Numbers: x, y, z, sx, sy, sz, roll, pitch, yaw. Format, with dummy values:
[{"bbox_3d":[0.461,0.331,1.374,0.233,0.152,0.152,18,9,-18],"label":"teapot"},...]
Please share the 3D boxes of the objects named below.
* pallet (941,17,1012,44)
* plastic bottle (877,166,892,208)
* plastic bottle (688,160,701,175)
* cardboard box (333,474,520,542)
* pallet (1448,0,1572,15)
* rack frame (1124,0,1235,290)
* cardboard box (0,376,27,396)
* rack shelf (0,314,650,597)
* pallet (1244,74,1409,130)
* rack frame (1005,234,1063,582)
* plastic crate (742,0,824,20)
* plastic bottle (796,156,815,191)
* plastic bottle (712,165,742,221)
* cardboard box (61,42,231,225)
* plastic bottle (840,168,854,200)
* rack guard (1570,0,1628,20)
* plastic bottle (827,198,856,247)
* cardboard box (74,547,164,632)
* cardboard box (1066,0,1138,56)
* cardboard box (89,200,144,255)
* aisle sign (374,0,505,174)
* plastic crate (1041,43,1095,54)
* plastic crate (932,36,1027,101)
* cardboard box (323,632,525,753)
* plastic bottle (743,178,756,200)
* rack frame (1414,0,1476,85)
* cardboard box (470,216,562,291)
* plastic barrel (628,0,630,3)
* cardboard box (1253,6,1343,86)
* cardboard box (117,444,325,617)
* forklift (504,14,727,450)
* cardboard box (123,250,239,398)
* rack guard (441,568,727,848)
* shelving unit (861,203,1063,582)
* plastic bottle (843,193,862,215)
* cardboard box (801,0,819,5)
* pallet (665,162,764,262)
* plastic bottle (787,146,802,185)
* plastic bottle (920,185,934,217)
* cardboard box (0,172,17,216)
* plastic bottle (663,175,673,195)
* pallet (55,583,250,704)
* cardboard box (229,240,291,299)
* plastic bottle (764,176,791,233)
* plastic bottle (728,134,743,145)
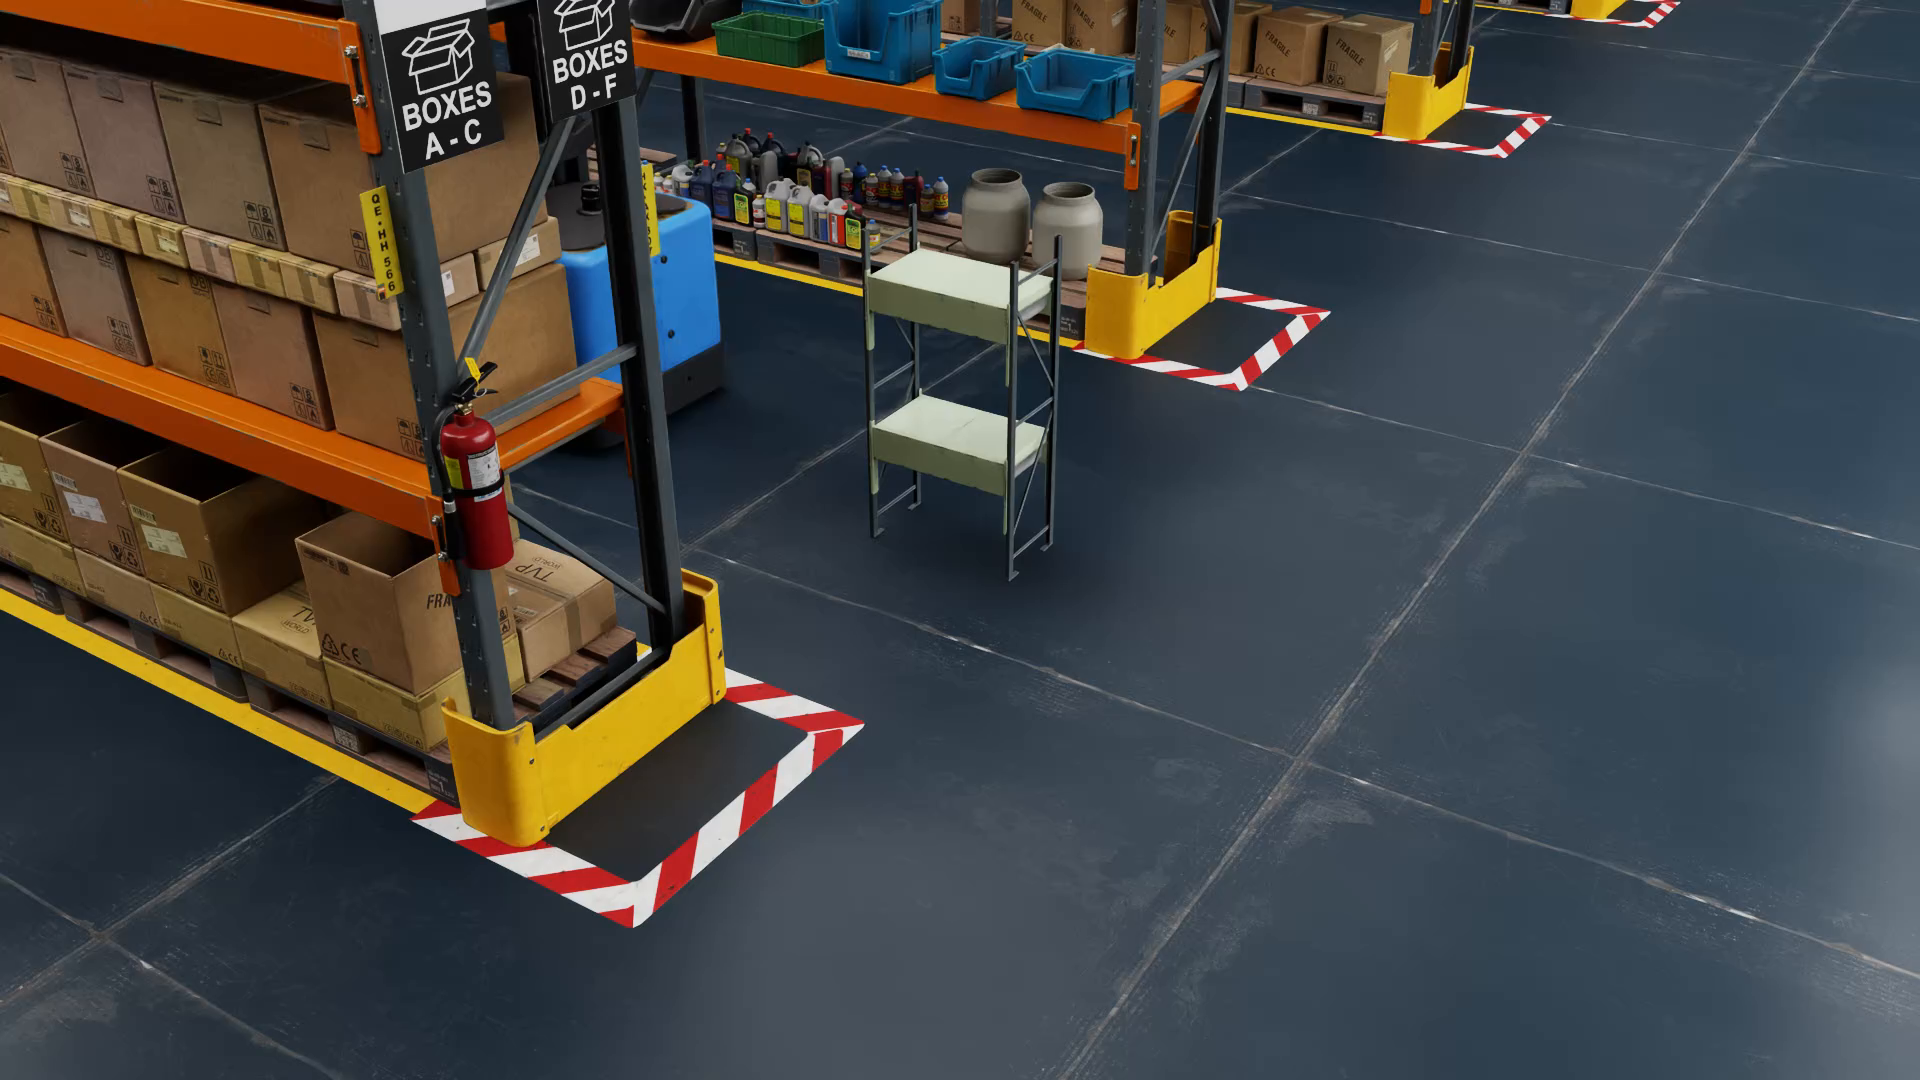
[{"bbox_3d":[-0.171,-4.798,15.765,1.213,0.211,1.003,18,35,27],"label":"pallet"},{"bbox_3d":[-0.501,-2.358,11.086,0.097,0.271,0.097,0,30,0],"label":"plastic bottle"},{"bbox_3d":[-1.762,-2.396,11.139,0.133,0.283,0.061,18,35,27],"label":"plastic bottle"},{"bbox_3d":[-2.153,-0.185,6.659,0.500,0.500,0.500,18,35,27],"label":"cardboard box"},{"bbox_3d":[5.881,-5.789,17.464,1.213,0.211,1.003,18,35,27],"label":"pallet"},{"bbox_3d":[1.244,-2.609,9.246,0.127,3.000,1.000,18,35,27],"label":"rack frame"},{"bbox_3d":[-4.126,-0.497,7.192,0.500,0.500,0.500,18,35,27],"label":"cardboard box"},{"bbox_3d":[-3.086,-0.721,6.723,4.000,0.370,1.077,18,35,27],"label":"rack shelf"},{"bbox_3d":[3.144,-3.772,14.006,1.213,0.211,1.003,18,35,27],"label":"pallet"},{"bbox_3d":[0.316,-0.548,7.201,0.023,1.500,0.400,18,35,27],"label":"rack frame"},{"bbox_3d":[-1.062,-3.436,10.810,0.616,0.251,0.499,18,35,27],"label":"plastic crate"},{"bbox_3d":[-1.042,-2.459,11.248,0.133,0.283,0.061,18,35,27],"label":"plastic bottle"},{"bbox_3d":[-1.521,-2.283,10.878,0.185,0.351,0.144,16,34,25],"label":"plastic bottle"},{"bbox_3d":[-2.702,-1.518,5.988,0.500,0.500,0.700,18,35,28],"label":"cardboard box"},{"bbox_3d":[-0.759,-2.409,11.244,0.097,0.201,0.097,0,30,0],"label":"plastic bottle"},{"bbox_3d":[6.620,-5.727,17.070,0.348,0.500,1.175,18,35,27],"label":"rack guard"},{"bbox_3d":[-0.743,-2.007,10.479,0.135,0.276,0.152,18,35,28],"label":"plastic bottle"},{"bbox_3d":[-3.281,0.096,6.921,0.500,0.250,0.500,18,35,27],"label":"cardboard box"},{"bbox_3d":[1.296,-4.622,14.759,0.500,0.500,0.500,-23,37,-33],"label":"cardboard box"},{"bbox_3d":[-2.915,-1.187,6.064,0.250,0.149,0.380,19,35,29],"label":"cardboard box"},{"bbox_3d":[-1.493,-1.476,4.723,0.004,0.787,0.394,18,35,27],"label":"aisle sign"},{"bbox_3d":[0.657,-2.872,9.958,0.250,0.136,0.298,18,35,27],"label":"plastic crate"},{"bbox_3d":[0.114,-2.728,9.596,0.408,0.251,0.499,18,35,27],"label":"plastic crate"},{"bbox_3d":[-2.004,0.493,6.241,0.500,0.250,0.500,18,35,27],"label":"cardboard box"},{"bbox_3d":[-1.376,-2.225,10.858,0.097,0.271,0.097,0,30,0],"label":"plastic bottle"},{"bbox_3d":[3.877,-4.723,12.869,0.127,3.000,1.000,18,35,27],"label":"rack frame"},{"bbox_3d":[-1.610,-1.016,5.773,0.250,0.149,0.380,17,34,27],"label":"cardboard box"},{"bbox_3d":[-2.310,-4.130,11.355,0.708,0.901,0.600,18,35,27],"label":"plastic barrel"},{"bbox_3d":[2.833,-4.145,13.942,0.500,0.500,0.500,-25,38,-36],"label":"cardboard box"},{"bbox_3d":[-2.860,-0.092,6.499,0.500,0.500,0.500,18,35,27],"label":"cardboard box"},{"bbox_3d":[-2.796,-2.276,8.743,3.031,2.935,1.130,18,35,27],"label":"forklift"},{"bbox_3d":[-2.646,-0.944,6.292,0.500,0.500,0.700,18,35,28],"label":"cardboard box"},{"bbox_3d":[-1.372,0.590,6.242,0.348,0.500,1.175,18,35,27],"label":"rack guard"},{"bbox_3d":[0.006,-0.646,7.369,0.755,1.500,0.431,18,35,27],"label":"shelving unit"},{"bbox_3d":[-0.687,-2.056,10.556,0.133,0.283,0.061,18,35,27],"label":"plastic bottle"},{"bbox_3d":[-1.360,-5.513,16.268,0.500,0.500,0.700,21,36,31],"label":"cardboard box"},{"bbox_3d":[-1.597,-2.278,11.446,1.213,0.211,1.003,18,35,27],"label":"pallet"},{"bbox_3d":[-1.122,-2.571,11.439,0.133,0.283,0.061,20,36,31],"label":"plastic bottle"},{"bbox_3d":[-0.214,-2.237,10.948,0.097,0.201,0.097,0,30,0],"label":"plastic bottle"},{"bbox_3d":[-3.562,-1.393,6.418,0.250,0.149,0.380,16,34,26],"label":"cardboard box"},{"bbox_3d":[-1.935,-2.335,11.116,0.097,0.201,0.097,0,30,0],"label":"plastic bottle"},{"bbox_3d":[-3.092,0.194,7.208,1.213,0.211,1.003,18,35,27],"label":"pallet"},{"bbox_3d":[-2.256,-0.978,5.707,0.250,0.149,0.380,17,34,27],"label":"cardboard box"},{"bbox_3d":[-1.161,-2.169,10.683,0.185,0.351,0.144,17,34,27],"label":"plastic bottle"},{"bbox_3d":[-1.561,-2.709,11.676,0.133,0.283,0.061,19,35,30],"label":"plastic bottle"}]
